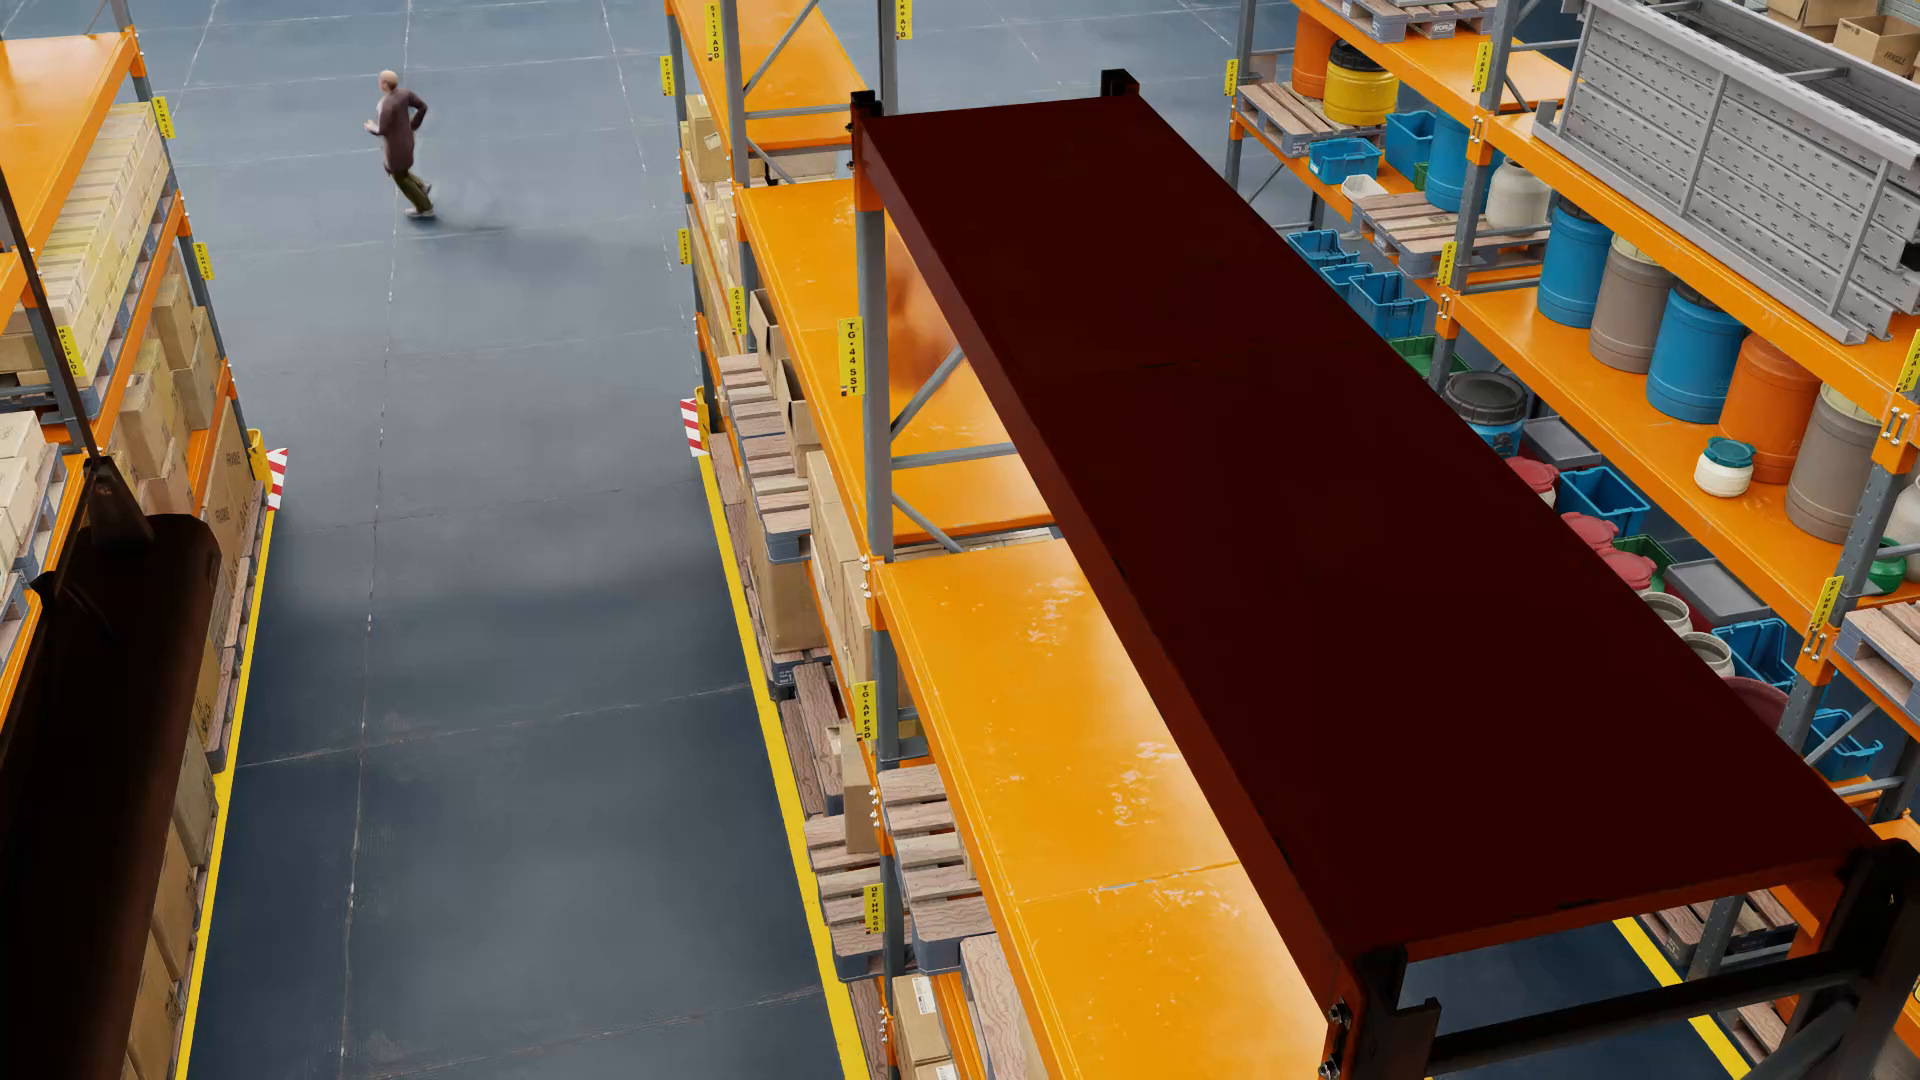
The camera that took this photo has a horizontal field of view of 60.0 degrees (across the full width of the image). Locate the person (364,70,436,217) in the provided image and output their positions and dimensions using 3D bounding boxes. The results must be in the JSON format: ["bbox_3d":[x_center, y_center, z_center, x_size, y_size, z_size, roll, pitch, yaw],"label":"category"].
[{"bbox_3d":[-6.518,-4.584,19.227,0.672,1.740,0.690,6,35,8],"label":"person"}]

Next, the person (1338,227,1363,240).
[{"bbox_3d":[4.624,-4.131,18.672,0.562,1.675,0.616,8,35,12],"label":"person"}]
